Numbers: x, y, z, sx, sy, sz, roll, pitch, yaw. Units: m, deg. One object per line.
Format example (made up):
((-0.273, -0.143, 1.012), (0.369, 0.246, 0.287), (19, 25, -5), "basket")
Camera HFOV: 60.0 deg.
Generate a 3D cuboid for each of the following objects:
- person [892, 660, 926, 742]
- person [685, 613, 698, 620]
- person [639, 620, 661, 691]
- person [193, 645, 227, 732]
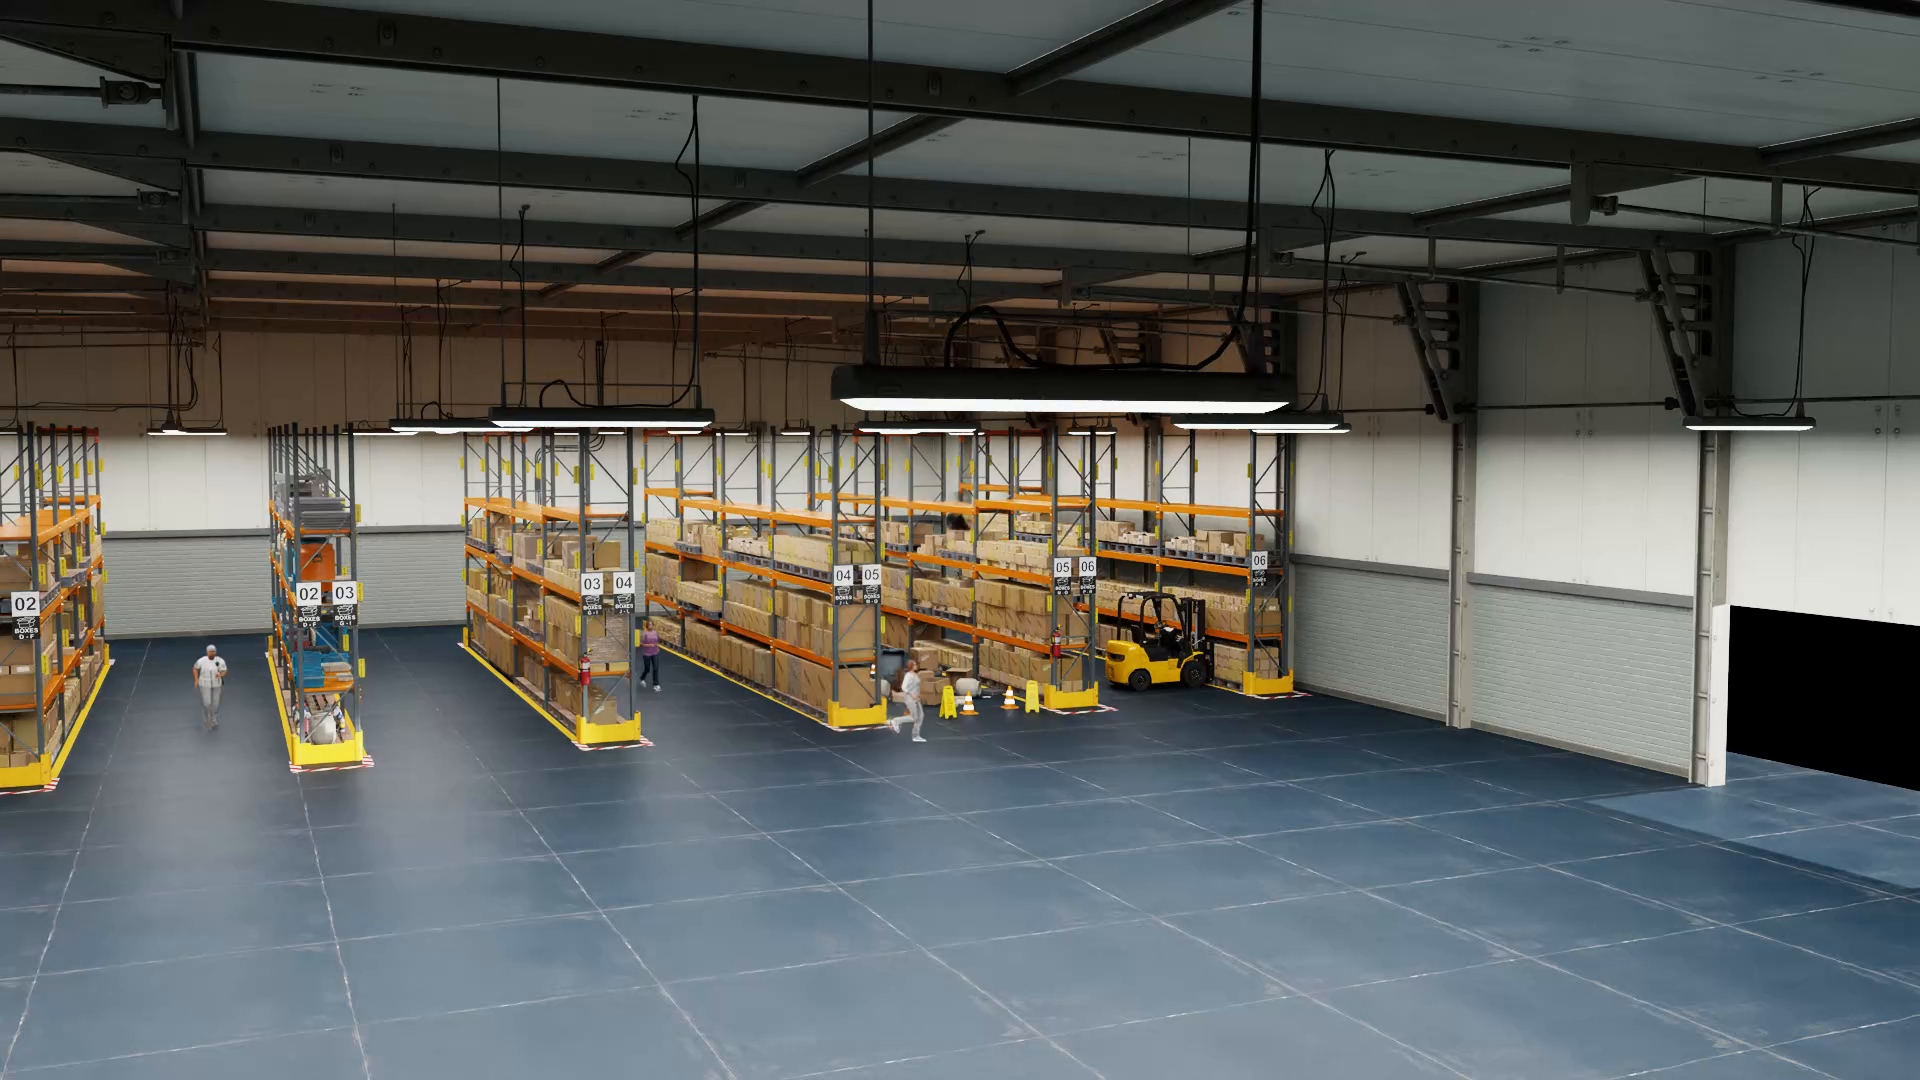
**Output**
((-0.948, 3.077, 31.422), (0.671, 1.472, 0.538), (1, 4, 19), "person")
((-7.968, 1.934, 49.281), (0.553, 1.589, 0.652), (1, 4, 18), "person")
((-6.996, 2.597, 37.580), (0.545, 1.580, 0.873), (-3, 4, -37), "person")
((-14.702, 2.907, 32.656), (0.570, 1.705, 0.783), (-2, 4, -33), "person")
